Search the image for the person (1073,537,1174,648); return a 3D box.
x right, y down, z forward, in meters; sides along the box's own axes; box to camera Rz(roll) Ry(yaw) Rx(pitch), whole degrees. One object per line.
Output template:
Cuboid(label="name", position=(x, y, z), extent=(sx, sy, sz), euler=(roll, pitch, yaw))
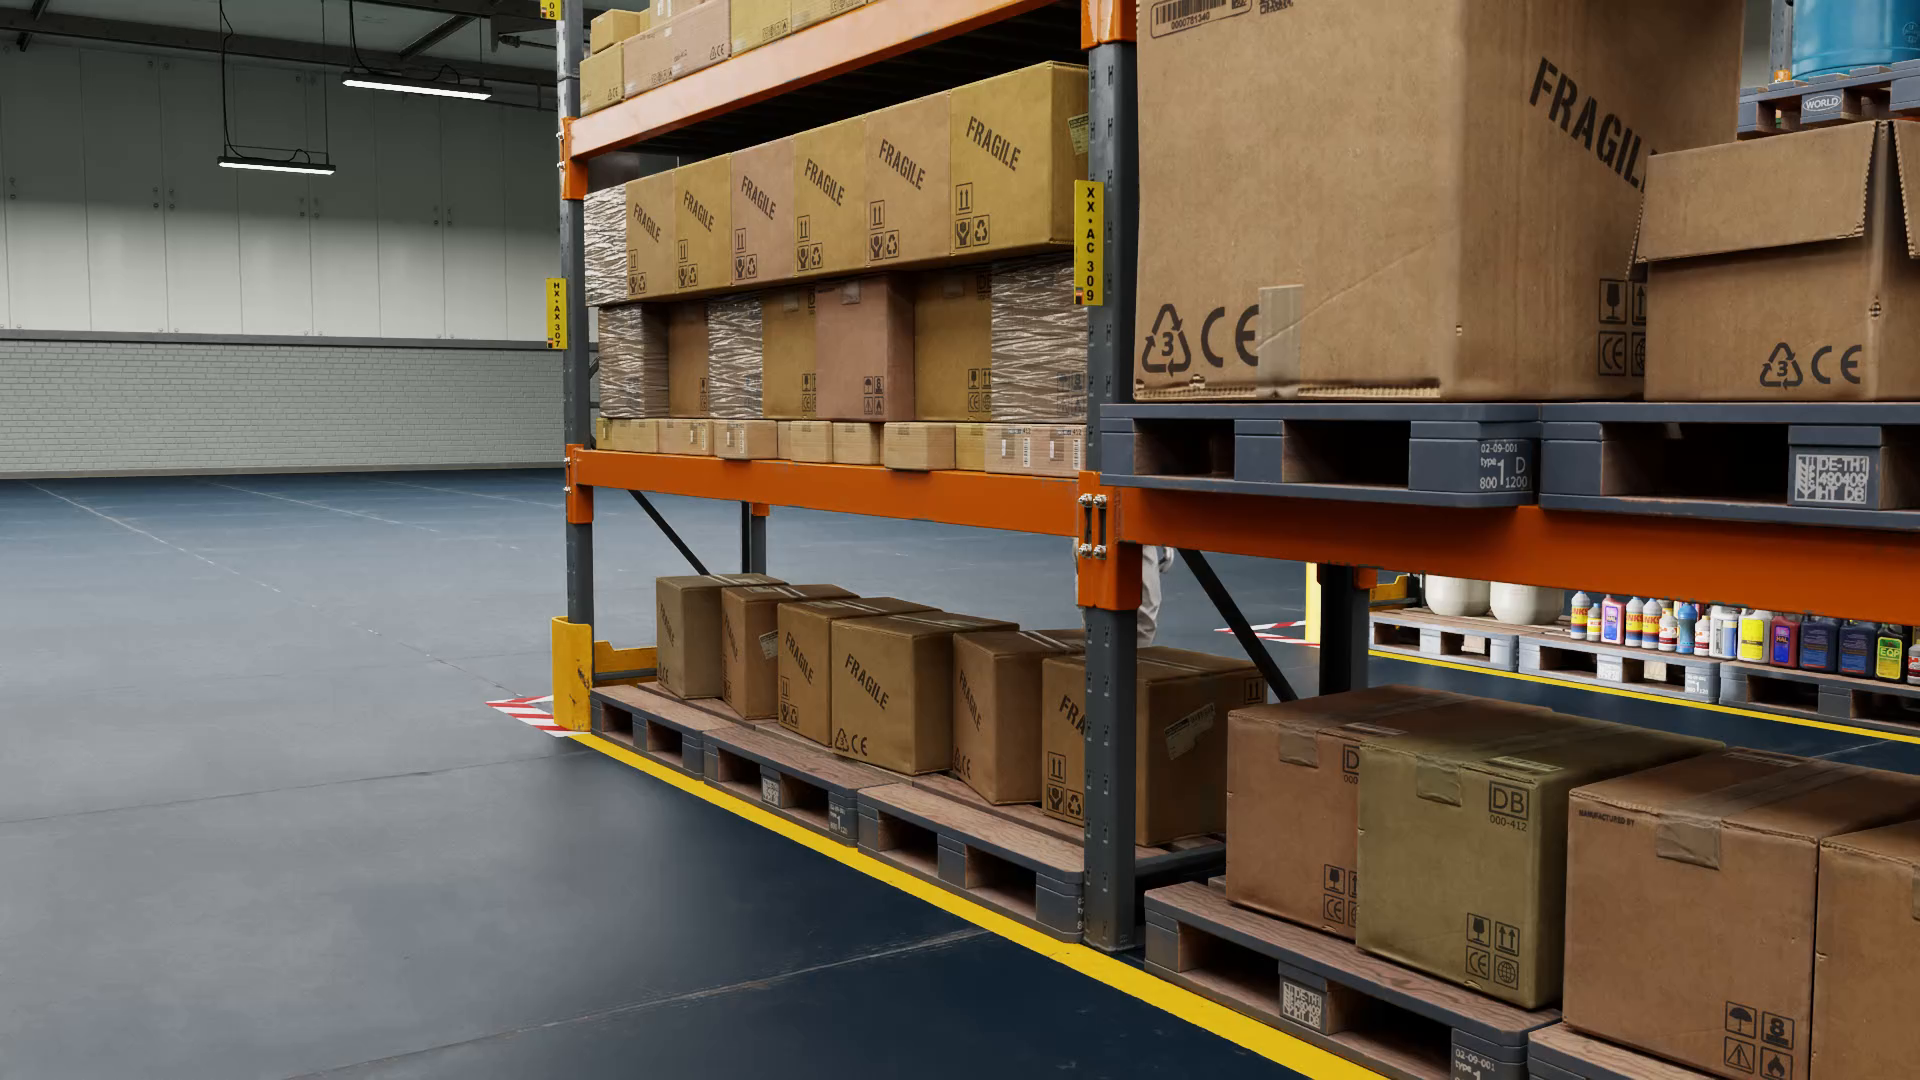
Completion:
Cuboid(label="person", position=(0.740, 0.005, 7.605), extent=(0.607, 1.778, 0.453), euler=(-4, 6, -37))
